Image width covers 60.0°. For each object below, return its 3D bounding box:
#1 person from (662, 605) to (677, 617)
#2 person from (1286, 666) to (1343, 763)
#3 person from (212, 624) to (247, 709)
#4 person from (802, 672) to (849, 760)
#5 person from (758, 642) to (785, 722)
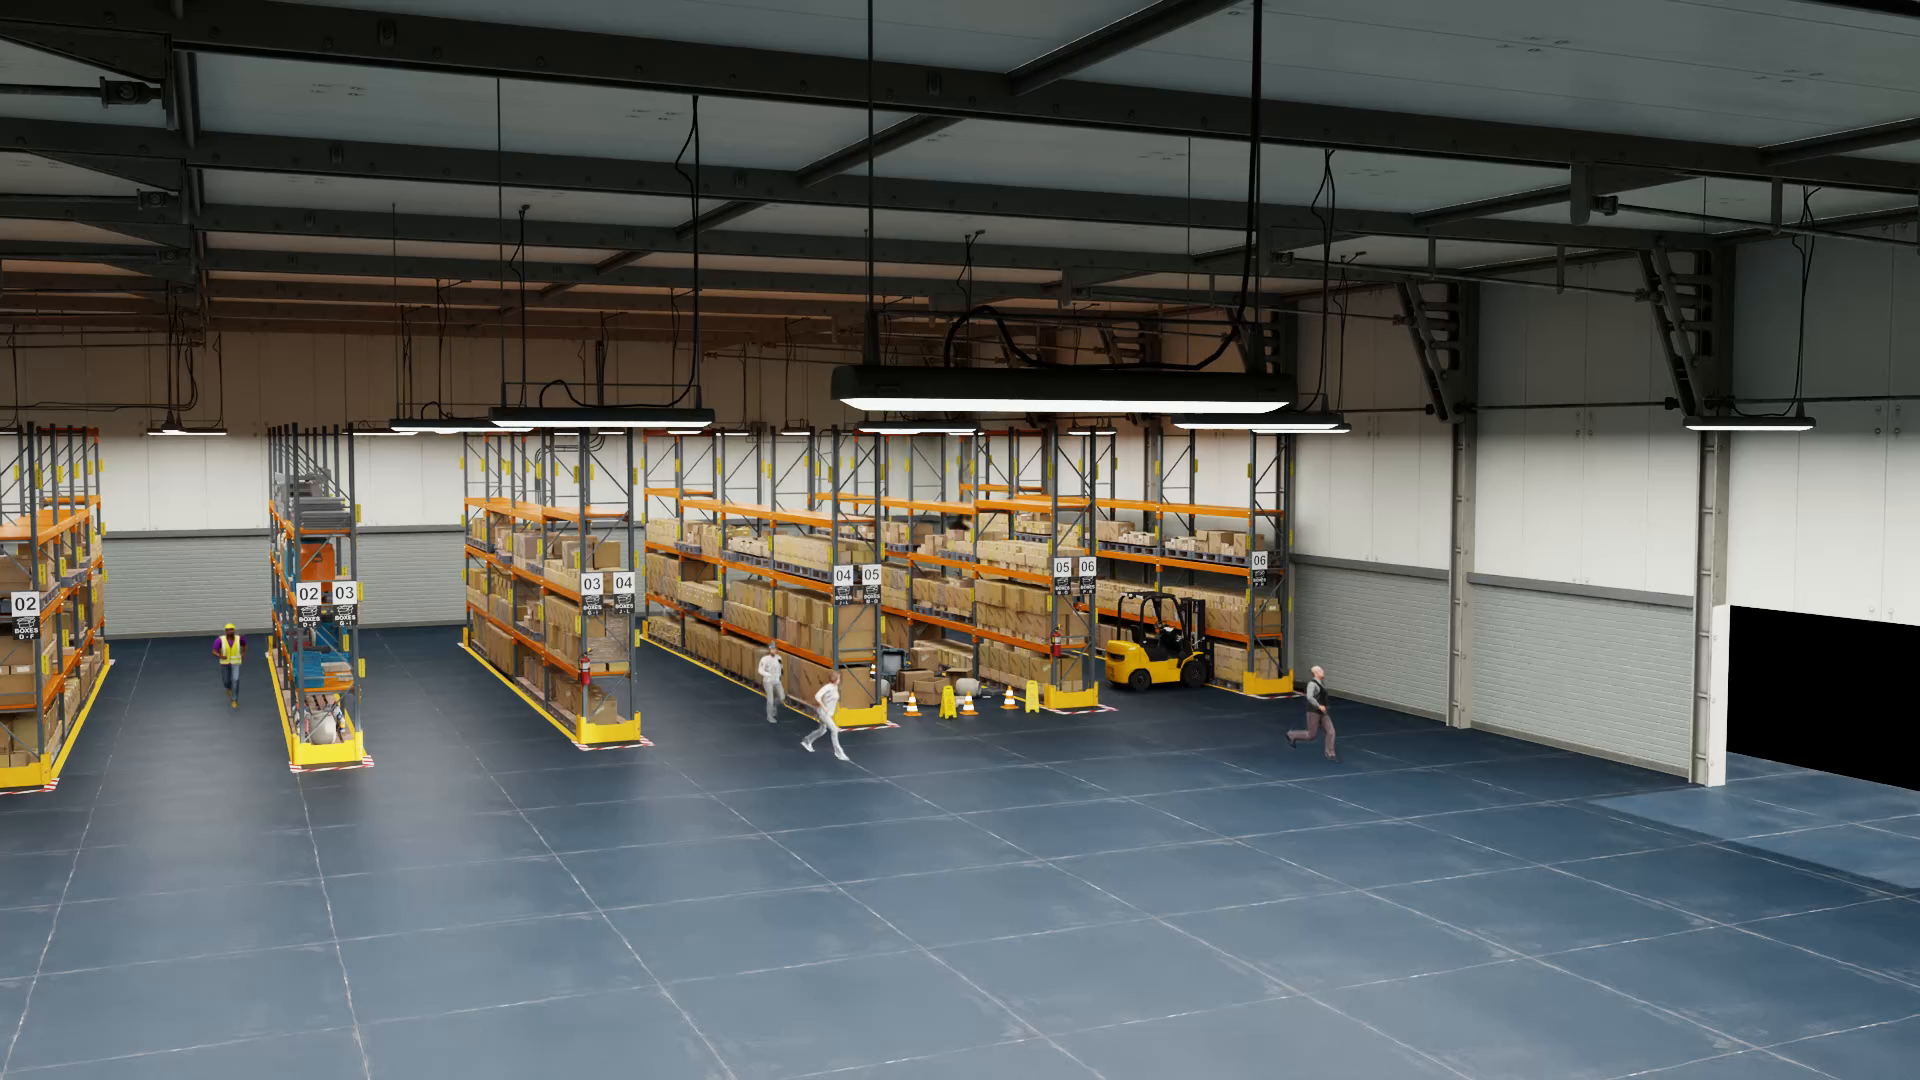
[{"bbox_3d":[-8.605,1.860,49.418,0.912,1.677,0.891,1,4,15],"label":"person"},{"bbox_3d":[6.312,3.125,29.570,1.022,1.646,0.640,3,4,36],"label":"person"},{"bbox_3d":[-15.675,2.670,35.676,0.663,1.771,1.146,-1,4,-19],"label":"person"},{"bbox_3d":[-2.420,3.122,29.673,0.935,1.569,0.556,1,4,22],"label":"person"},{"bbox_3d":[-3.769,2.860,33.458,0.578,1.638,0.561,-2,4,-32],"label":"person"}]
